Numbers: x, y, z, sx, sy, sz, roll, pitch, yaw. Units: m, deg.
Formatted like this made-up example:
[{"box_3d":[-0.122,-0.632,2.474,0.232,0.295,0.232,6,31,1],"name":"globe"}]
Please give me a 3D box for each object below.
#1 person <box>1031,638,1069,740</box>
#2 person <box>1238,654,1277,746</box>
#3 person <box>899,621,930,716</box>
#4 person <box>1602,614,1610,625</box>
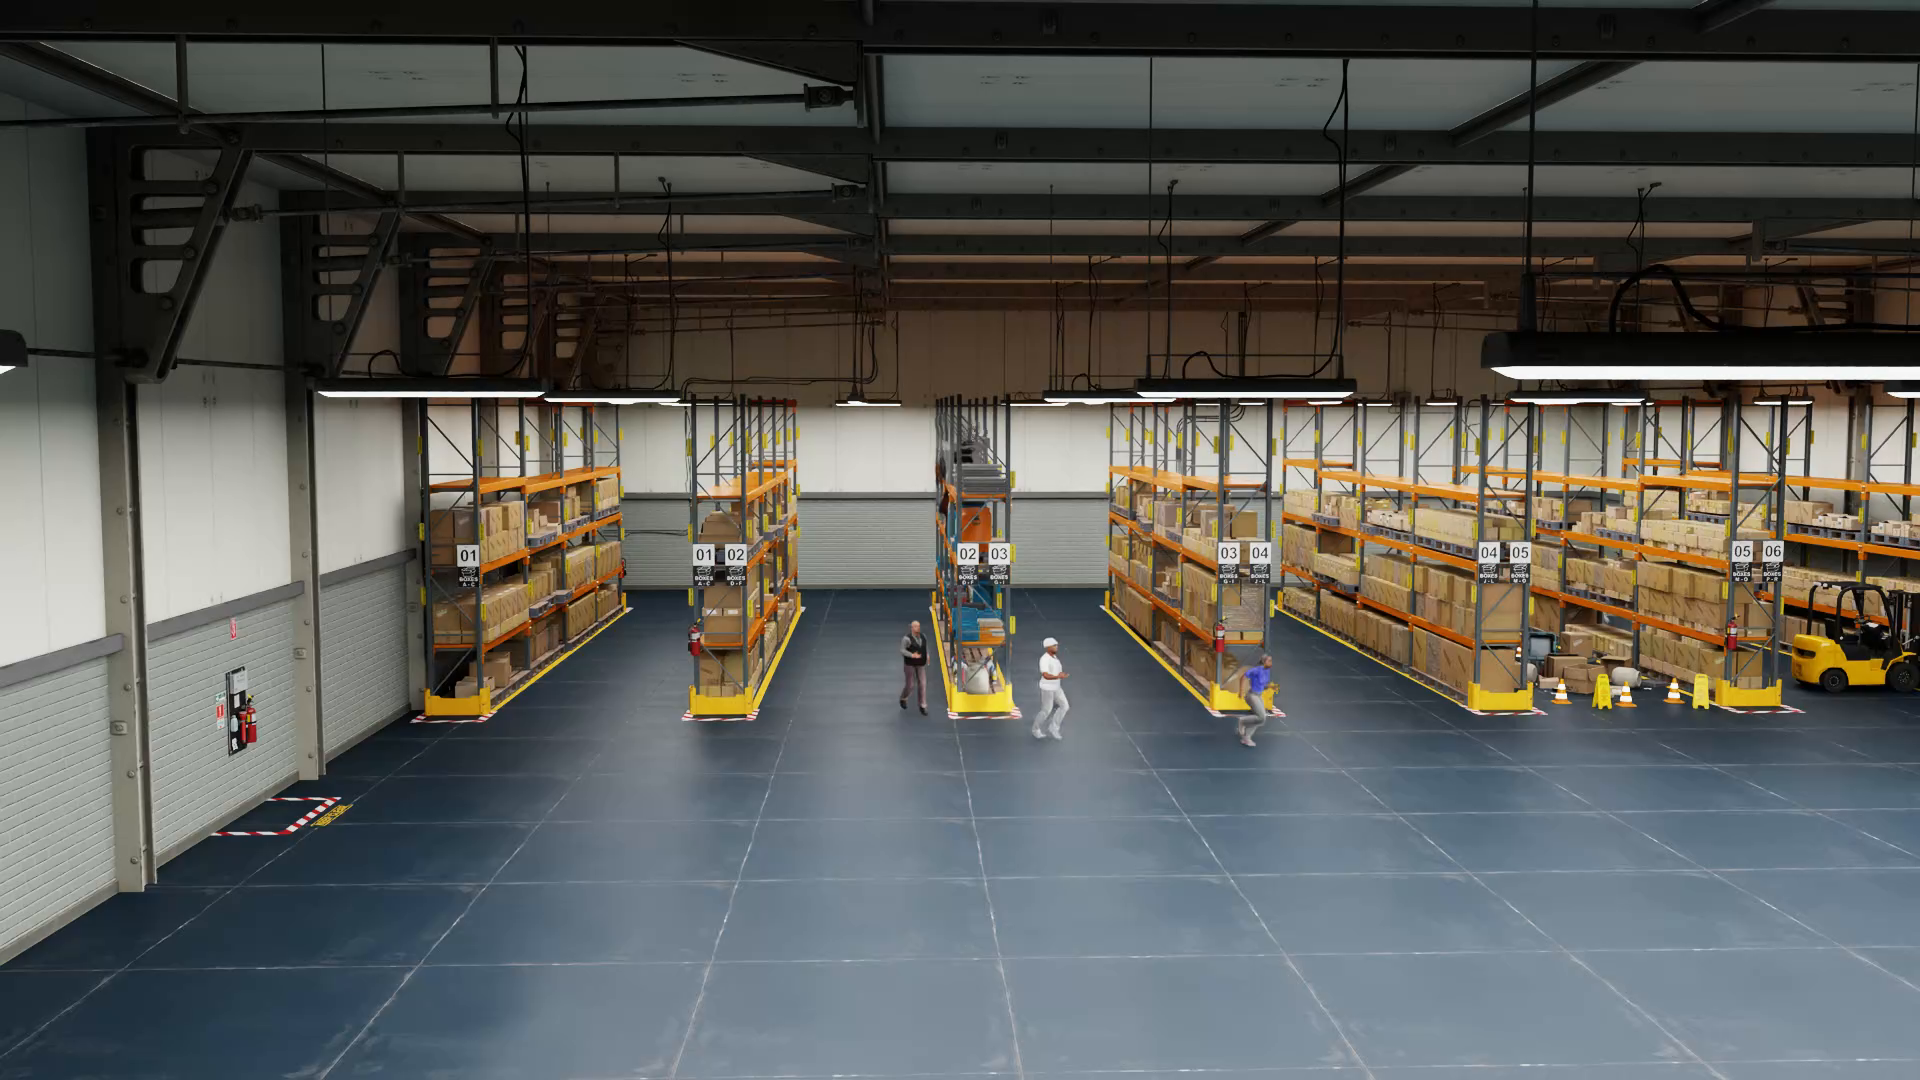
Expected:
[{"box_3d":[1.574,2.586,28.704,0.713,1.810,0.731,2,5,26],"name":"person"},{"box_3d":[5.076,2.728,28.308,0.675,1.568,0.561,3,5,32],"name":"person"},{"box_3d":[-0.850,2.398,31.345,0.673,1.756,0.846,-2,5,-29],"name":"person"},{"box_3d":[16.244,1.507,42.432,0.712,1.745,0.835,-1,5,-15],"name":"person"}]
